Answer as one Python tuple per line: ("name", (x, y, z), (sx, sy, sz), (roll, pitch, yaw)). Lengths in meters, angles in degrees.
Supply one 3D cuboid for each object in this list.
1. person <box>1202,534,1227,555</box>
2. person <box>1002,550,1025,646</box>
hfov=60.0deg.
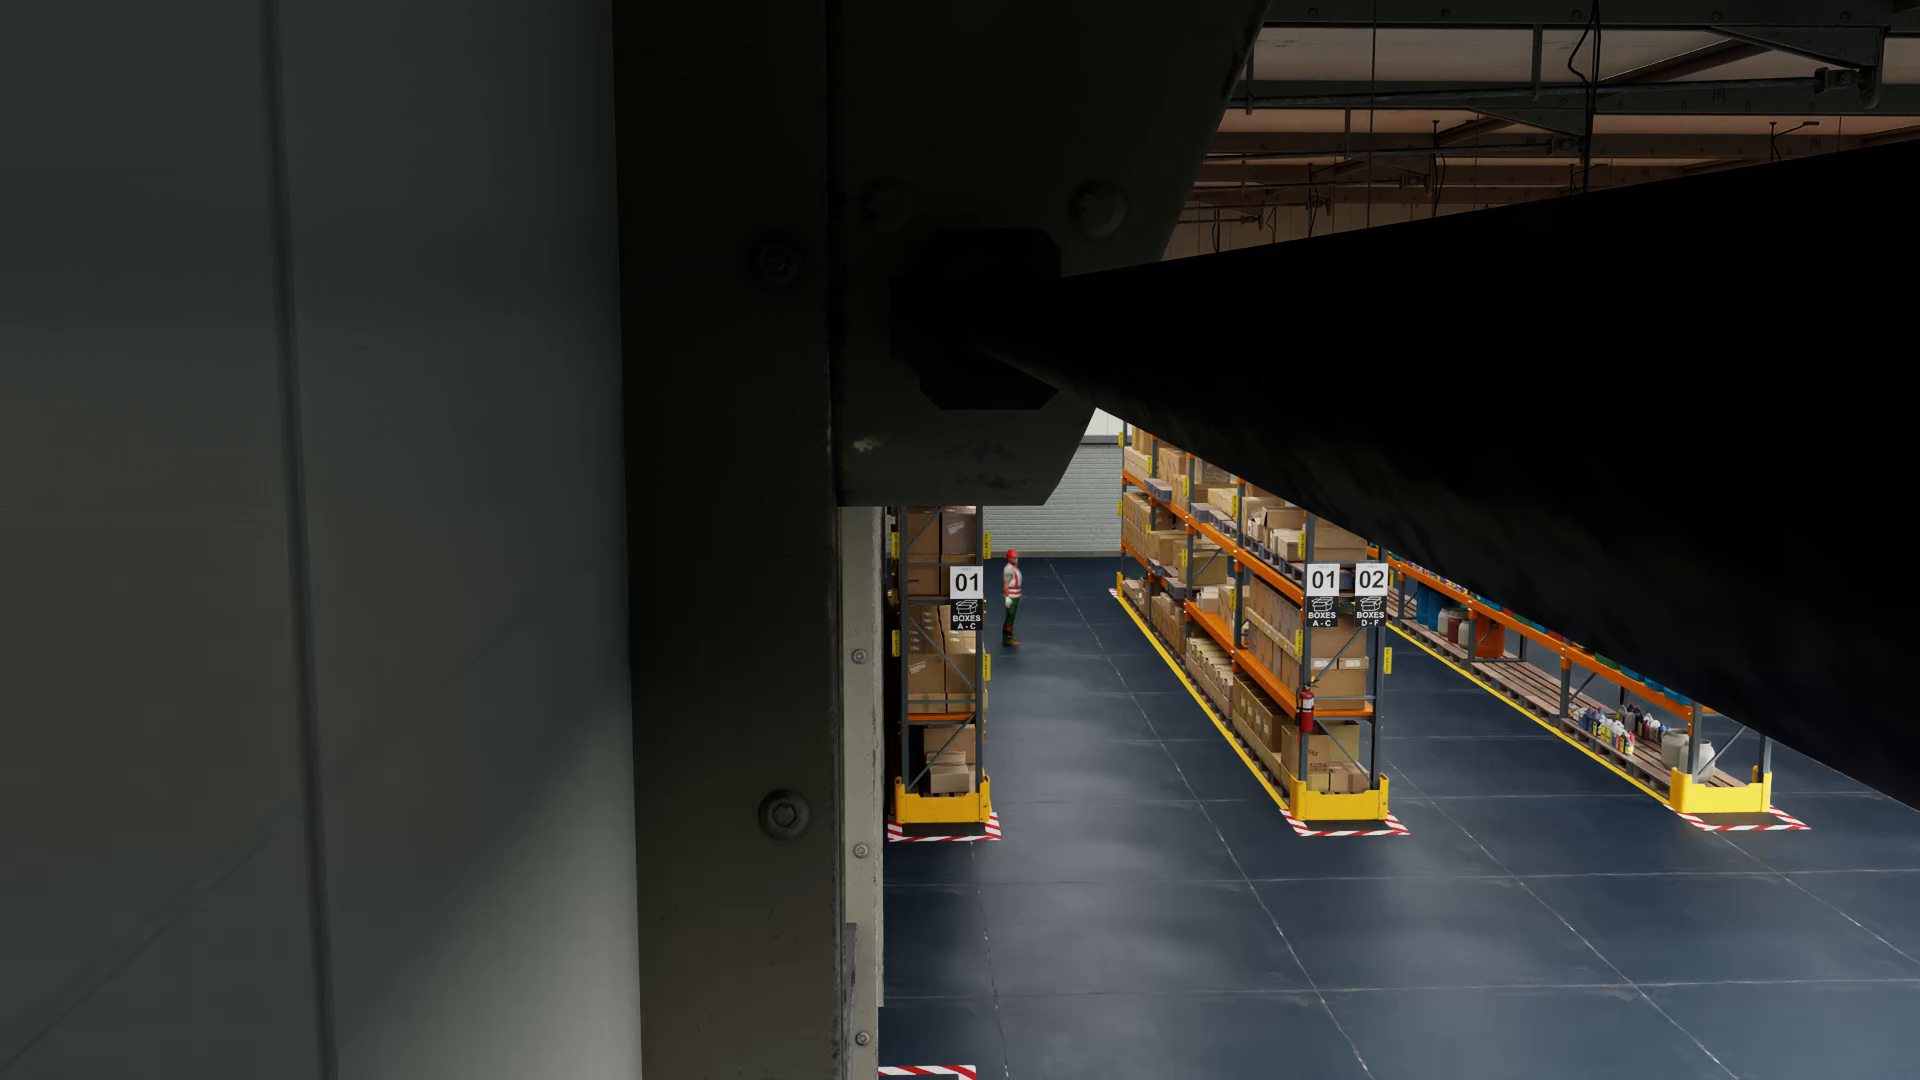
("person", (5.733, 0.263, 36.769), (0.648, 1.747, 0.995), (-1, 8, -5))
("person", (0.985, 1.072, 31.202), (0.402, 1.807, 0.635), (2, 8, 14))
